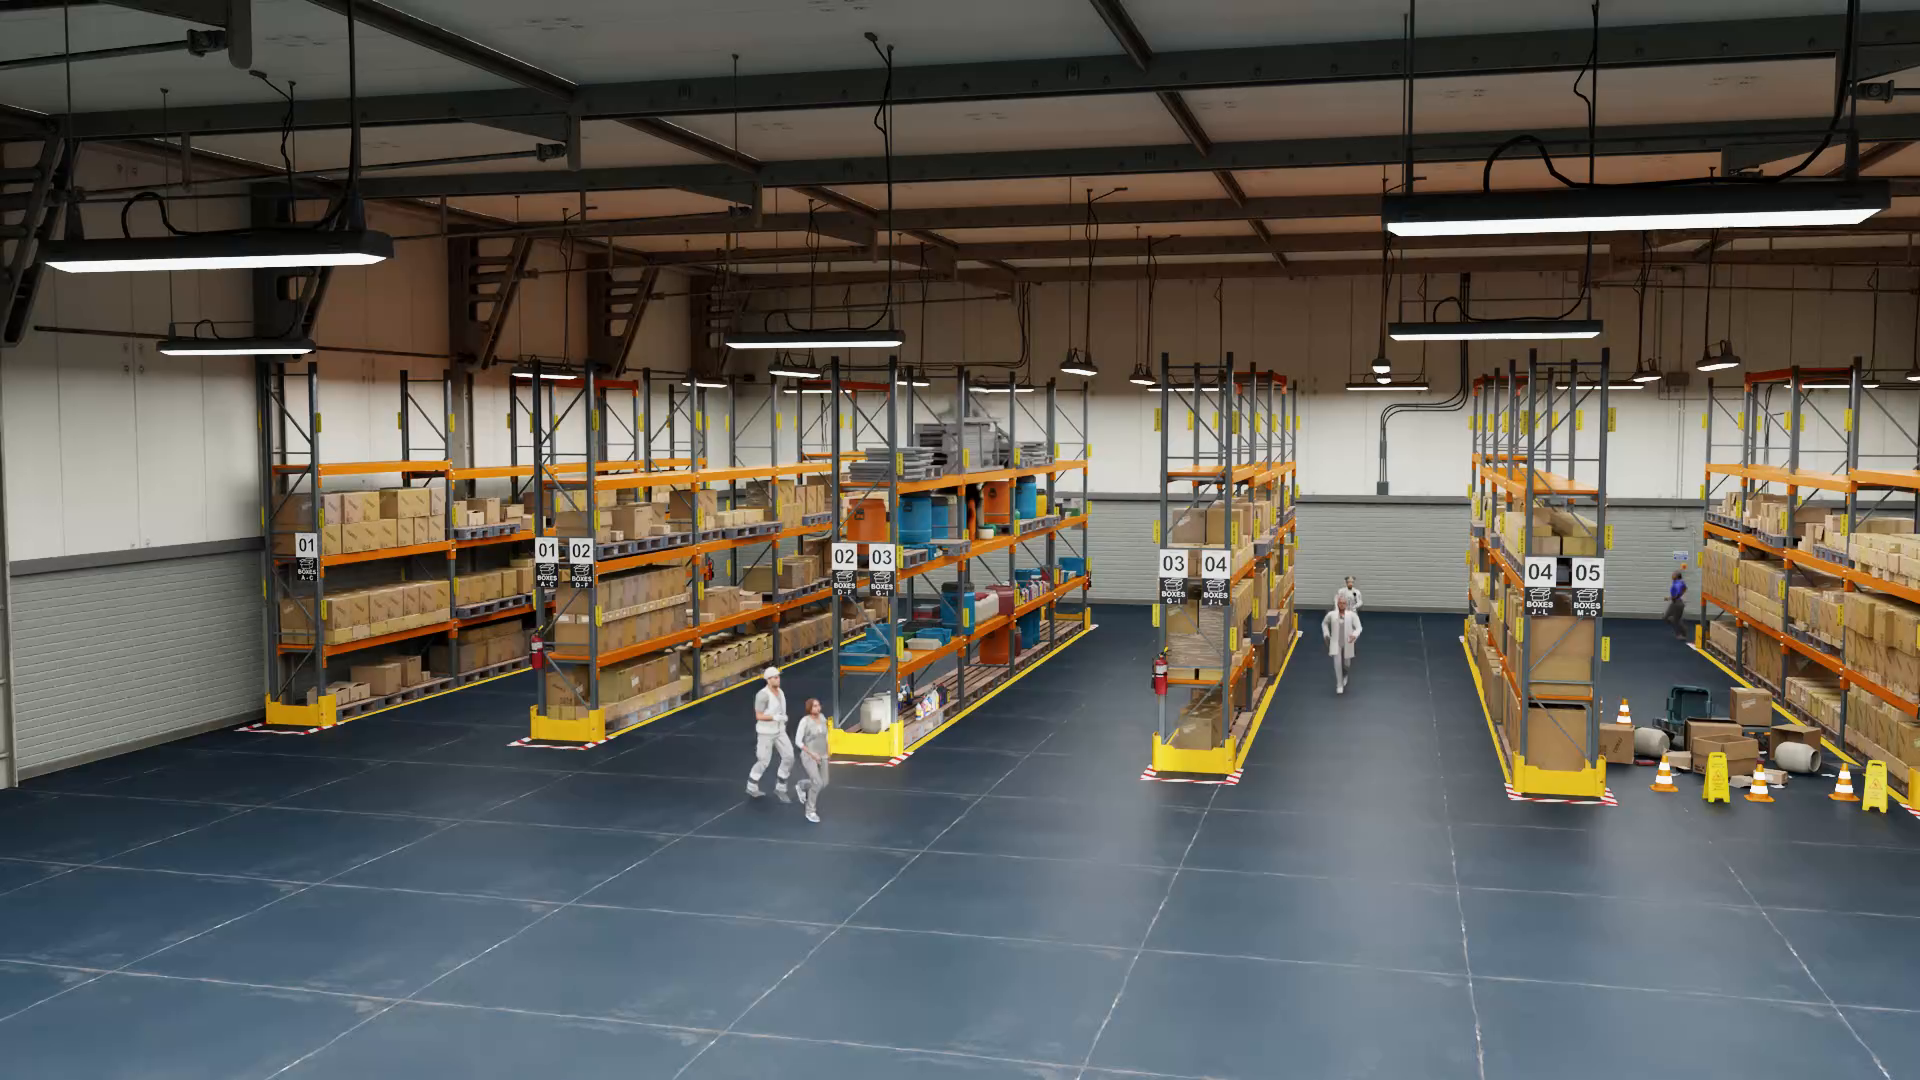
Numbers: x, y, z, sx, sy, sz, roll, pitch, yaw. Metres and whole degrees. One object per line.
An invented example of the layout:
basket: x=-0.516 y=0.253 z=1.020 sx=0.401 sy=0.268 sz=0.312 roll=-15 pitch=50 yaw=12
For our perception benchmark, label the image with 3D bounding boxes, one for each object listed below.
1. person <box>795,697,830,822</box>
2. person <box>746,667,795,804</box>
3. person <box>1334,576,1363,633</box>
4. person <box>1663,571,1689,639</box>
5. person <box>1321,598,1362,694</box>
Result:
person: x=-1.881 y=2.755 z=21.022 sx=0.554 sy=1.573 sz=0.610 roll=-4 pitch=6 yaw=-44
person: x=-2.479 y=2.582 z=21.918 sx=0.805 sy=1.836 sz=0.591 roll=3 pitch=5 yaw=37
person: x=8.512 y=1.601 z=36.423 sx=0.585 sy=1.649 sz=0.702 roll=0 pitch=4 yaw=6
person: x=16.505 y=1.501 z=38.309 sx=0.572 sy=1.611 sz=0.622 roll=1 pitch=4 yaw=17
person: x=7.101 y=1.941 z=30.978 sx=0.742 sy=1.751 sz=0.934 roll=1 pitch=4 yaw=13
